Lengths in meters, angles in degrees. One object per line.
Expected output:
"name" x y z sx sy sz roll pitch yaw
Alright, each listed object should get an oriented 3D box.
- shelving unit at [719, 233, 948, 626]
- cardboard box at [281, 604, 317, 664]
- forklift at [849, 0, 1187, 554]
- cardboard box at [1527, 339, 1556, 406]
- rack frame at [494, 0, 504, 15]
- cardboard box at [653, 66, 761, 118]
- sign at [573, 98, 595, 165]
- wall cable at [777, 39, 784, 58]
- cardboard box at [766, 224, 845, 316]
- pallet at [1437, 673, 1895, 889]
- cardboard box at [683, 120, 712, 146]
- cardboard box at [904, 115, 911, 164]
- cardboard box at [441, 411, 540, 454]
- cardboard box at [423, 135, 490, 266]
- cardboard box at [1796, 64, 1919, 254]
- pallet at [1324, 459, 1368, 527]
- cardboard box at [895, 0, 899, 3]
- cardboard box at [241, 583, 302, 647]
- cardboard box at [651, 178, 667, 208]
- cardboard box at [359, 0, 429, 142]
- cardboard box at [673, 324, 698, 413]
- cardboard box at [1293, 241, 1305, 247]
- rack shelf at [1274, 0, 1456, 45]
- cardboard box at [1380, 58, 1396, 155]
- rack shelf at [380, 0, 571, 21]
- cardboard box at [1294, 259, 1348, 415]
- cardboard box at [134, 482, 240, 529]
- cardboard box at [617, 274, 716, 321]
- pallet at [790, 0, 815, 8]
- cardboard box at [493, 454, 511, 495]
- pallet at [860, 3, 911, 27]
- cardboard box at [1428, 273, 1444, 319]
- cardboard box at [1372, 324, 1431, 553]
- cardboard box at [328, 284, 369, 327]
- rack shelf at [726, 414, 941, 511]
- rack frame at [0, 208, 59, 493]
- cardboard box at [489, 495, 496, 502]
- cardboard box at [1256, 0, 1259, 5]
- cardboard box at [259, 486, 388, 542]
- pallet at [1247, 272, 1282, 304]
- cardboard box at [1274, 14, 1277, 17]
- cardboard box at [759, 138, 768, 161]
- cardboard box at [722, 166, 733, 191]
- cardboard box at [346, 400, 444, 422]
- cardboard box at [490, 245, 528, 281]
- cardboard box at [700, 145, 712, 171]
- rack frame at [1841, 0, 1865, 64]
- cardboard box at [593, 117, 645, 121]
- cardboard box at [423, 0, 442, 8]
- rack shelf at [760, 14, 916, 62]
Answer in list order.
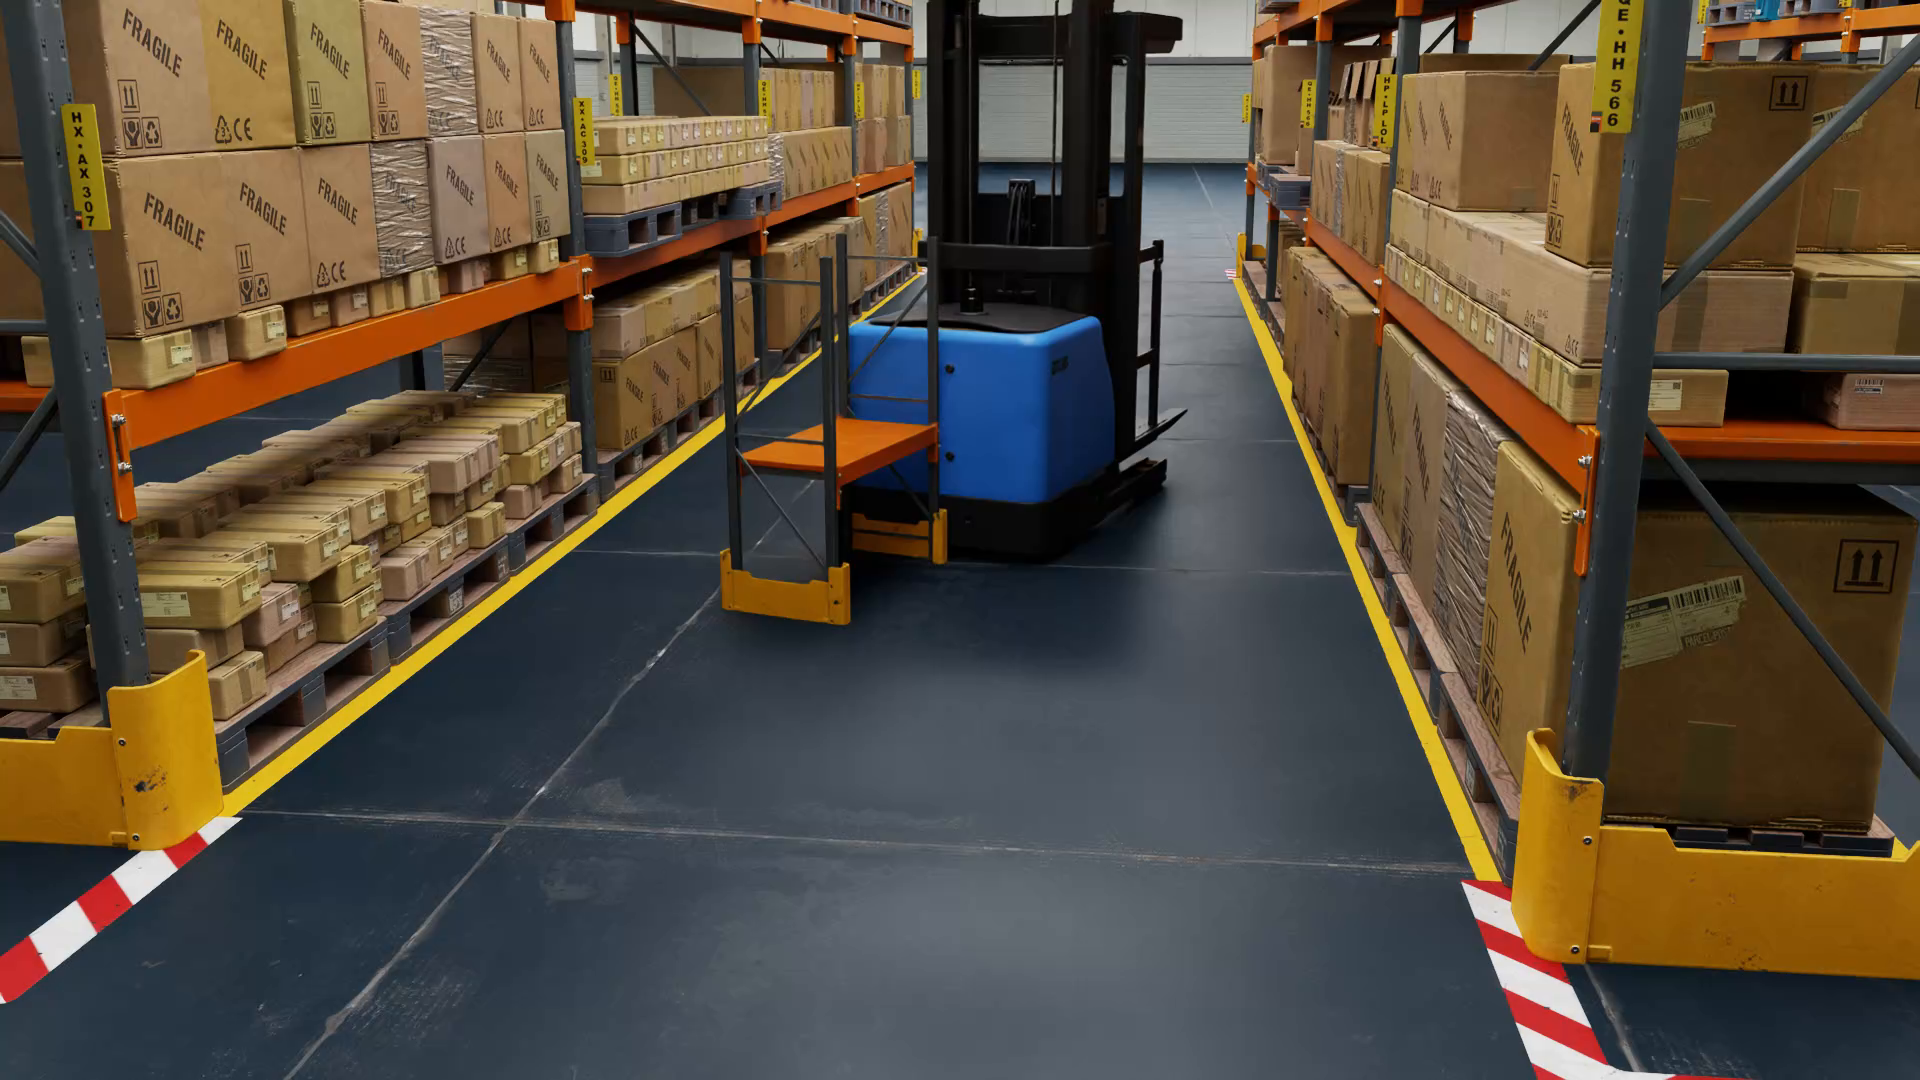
"shelving unit" -0.536 -0.526 7.236 0.587 1.500 1.083 6 16 23
"cardboard box" -2.514 0.326 5.865 0.380 0.149 0.250 2 15 7
"forklift" 0.499 -1.687 8.786 1.130 2.935 3.031 6 16 23
"cardboard box" 1.797 -0.462 4.604 0.380 0.149 0.250 2 15 7
"rack frame" -5.985 -7.751 19.587 1.000 3.000 0.127 2 15 6
"cardboard box" -1.897 -3.308 12.541 0.700 0.500 0.500 2 15 6
"sign" -1.869 -2.027 8.253 0.100 0.325 0.005 2 15 6
"wall cable" -6.860 -14.749 51.417 3.097 2.526 0.112 2 15 6
"cardboard box" -1.600 -2.401 14.800 1.050 0.750 0.750 2 15 6
"pallet" 2.069 0.723 5.084 1.003 0.211 1.213 2 15 6
"cardboard box" -1.736 -2.486 10.145 0.380 0.149 0.250 2 15 8
"cardboard box" -1.052 -4.710 19.548 0.875 0.550 0.550 2 15 6
"cardboard box" -2.201 -0.505 7.799 0.380 0.149 0.250 2 15 6
"cardboard box" -2.300 -1.418 6.897 0.500 0.500 0.500 2 15 6
"cardboard box" 2.435 -1.093 4.738 0.500 0.500 0.500 1 15 5
"pallet" 2.520 -0.307 8.893 1.003 0.211 1.213 2 15 6
"cardboard box" -0.871 -5.953 18.169 0.380 0.149 0.250 1 15 5
"cardboard box" -2.459 0.247 5.591 0.380 0.149 0.250 2 15 6
"cardboard box" -1.850 -1.930 9.230 0.380 0.149 0.250 2 15 7
"cardboard box" -2.361 -1.766 6.271 0.500 0.500 0.500 1 15 4
"cardboard box" -1.958 -1.077 10.381 0.500 0.500 0.500 2 15 7
"cardboard box" 3.495 -2.624 16.105 0.500 0.500 0.500 1 15 5
"rack shelf" 3.185 -4.108 13.238 1.077 0.370 4.000 2 15 6
"cardboard box" 2.661 -2.327 8.907 0.797 0.503 0.637 2 15 7
"rack shelf" -2.635 -2.205 6.202 1.077 0.370 4.000 2 15 6
"cardboard box" 2.752 -1.256 10.326 1.225 0.875 0.875 2 15 6
"cardboard box" -2.997 -0.115 6.359 0.380 0.149 0.250 2 15 8
"cardboard box" -1.894 -1.571 10.772 0.500 0.250 0.500 2 15 8
"pallet" -1.815 -4.476 13.584 1.003 0.211 1.213 2 15 9
"cardboard box" -2.285 -0.299 7.610 0.380 0.149 0.250 2 15 7
"pallet" -1.128 -5.948 18.835 1.003 0.211 1.213 2 15 6
"cardboard box" 1.998 -0.926 6.323 0.380 0.149 0.250 2 15 7
"cardboard box" 2.354 -0.459 7.379 0.875 0.875 0.875 2 15 6
"cardboard box" -2.423 -0.878 6.145 0.380 0.149 0.250 1 15 5
"rack shelf" -0.532 -0.355 7.291 0.538 0.185 1.000 6 16 23
"rack frame" -2.857 -0.586 4.581 0.949 2.616 0.053 2 15 6
"cardboard box" -2.343 -0.138 7.582 0.380 0.149 0.250 1 15 5
"cardboard box" 3.476 -6.002 18.390 0.380 0.149 0.250 2 15 7
"cardboard box" -2.410 -0.100 6.304 0.380 0.149 0.250 2 15 8
"pallet" 3.586 -2.672 17.640 1.003 0.211 1.213 2 15 6
"cardboard box" 3.203 -5.027 15.548 0.500 0.250 0.500 2 15 8
"cardboard box" -1.561 -2.744 11.670 0.380 0.149 0.250 2 15 7
"cardboard box" -1.676 -2.335 10.728 0.380 0.149 0.250 1 15 4
"cardboard box" -2.744 -0.584 8.092 0.380 0.149 0.250 2 15 9
"cardboard box" -2.219 -1.283 7.643 0.380 0.149 0.250 2 15 8
"cardboard box" -1.733 -2.342 10.185 0.380 0.149 0.250 1 15 5
"rack frame" 8.332 -3.380 14.915 1.000 3.000 0.127 2 15 6
"cardboard box" -2.293 -2.713 10.986 0.380 0.149 0.250 1 15 4
"cardboard box" -5.941 -5.837 17.974 0.500 0.250 0.500 2 15 7
"rack shelf" -1.281 -5.317 17.712 1.077 0.370 4.000 2 15 6
